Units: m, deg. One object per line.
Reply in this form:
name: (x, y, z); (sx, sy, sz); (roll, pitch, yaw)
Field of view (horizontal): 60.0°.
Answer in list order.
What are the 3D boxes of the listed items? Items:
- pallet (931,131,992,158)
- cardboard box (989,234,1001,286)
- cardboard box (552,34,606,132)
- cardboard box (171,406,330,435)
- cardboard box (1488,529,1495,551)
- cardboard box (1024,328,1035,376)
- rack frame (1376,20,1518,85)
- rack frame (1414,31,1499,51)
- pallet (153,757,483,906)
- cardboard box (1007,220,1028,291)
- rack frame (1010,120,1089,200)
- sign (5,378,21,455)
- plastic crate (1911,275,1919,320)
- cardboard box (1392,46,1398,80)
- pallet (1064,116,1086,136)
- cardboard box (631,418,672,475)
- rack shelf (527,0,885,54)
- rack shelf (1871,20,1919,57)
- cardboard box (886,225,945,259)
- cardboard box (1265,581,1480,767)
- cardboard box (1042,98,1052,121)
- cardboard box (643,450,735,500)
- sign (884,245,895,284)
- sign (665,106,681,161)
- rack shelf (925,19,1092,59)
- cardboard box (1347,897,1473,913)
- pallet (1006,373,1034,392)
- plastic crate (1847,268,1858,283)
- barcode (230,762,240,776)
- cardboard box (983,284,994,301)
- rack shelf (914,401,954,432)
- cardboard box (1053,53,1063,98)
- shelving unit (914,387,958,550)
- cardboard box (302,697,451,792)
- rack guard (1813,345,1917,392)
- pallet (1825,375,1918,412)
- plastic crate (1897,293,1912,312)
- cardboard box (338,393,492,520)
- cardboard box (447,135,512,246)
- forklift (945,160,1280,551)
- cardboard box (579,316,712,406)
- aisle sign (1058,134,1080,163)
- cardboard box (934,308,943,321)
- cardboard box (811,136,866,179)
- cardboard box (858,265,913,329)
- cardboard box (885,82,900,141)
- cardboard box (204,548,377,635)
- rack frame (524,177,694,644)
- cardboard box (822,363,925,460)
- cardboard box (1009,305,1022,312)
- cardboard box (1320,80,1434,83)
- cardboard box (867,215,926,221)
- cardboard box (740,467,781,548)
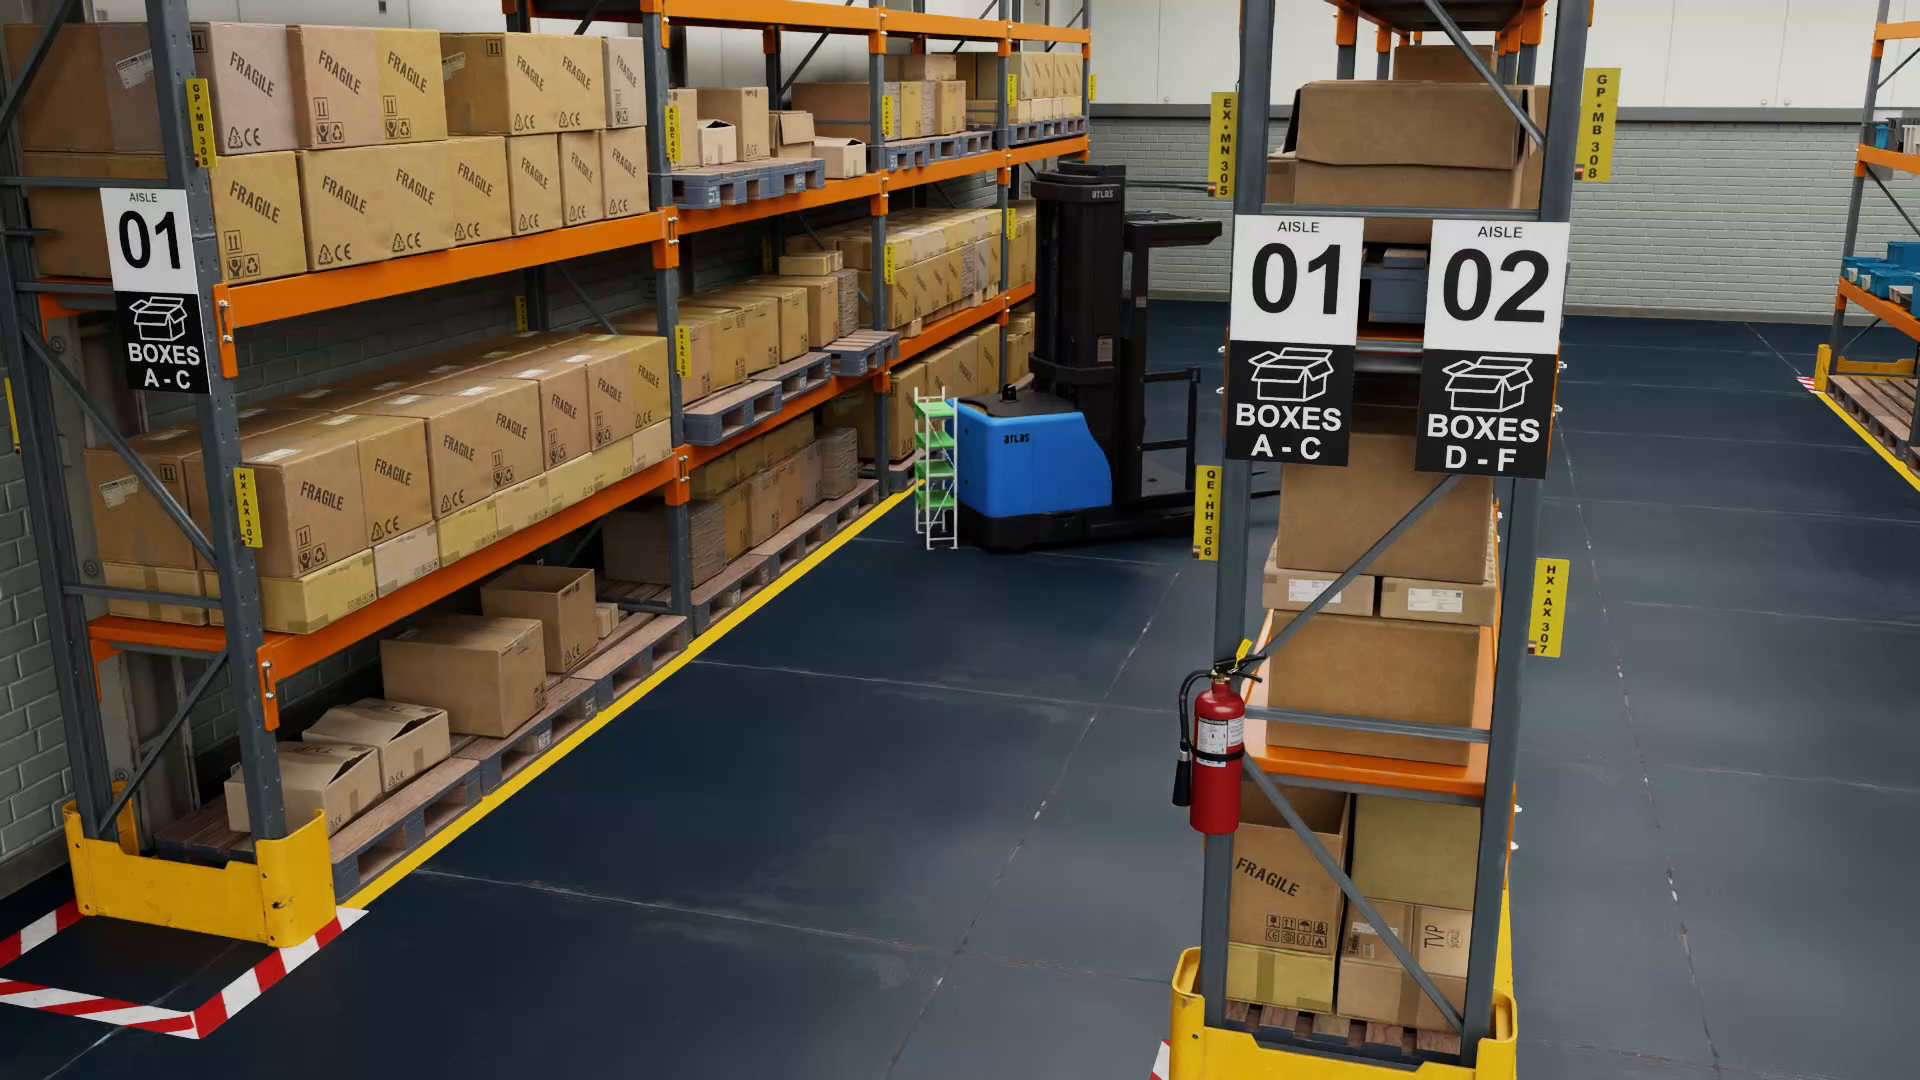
pallet: (-0.198, -4.002, 16.797); (0.805, 0.209, 1.217); (4, 16, 14)
cardboard box: (0.126, -2.955, 17.487); (0.500, 0.500, 0.500); (4, 16, 15)
cardboard box: (-2.287, -2.487, 9.050); (0.500, 0.500, 0.500); (6, 17, 19)
cardboard box: (-3.312, -0.324, 7.840); (0.500, 0.500, 0.500); (5, 17, 17)
cardboard box: (1.819, 0.047, 6.294); (0.380, 0.149, 0.250); (5, 16, 16)
cardboard box: (0.472, -2.213, 19.447); (0.700, 0.500, 0.500); (4, 16, 15)
rack frame: (3.629, -4.351, 12.180); (1.000, 3.000, 0.127); (5, 16, 16)
rack frame: (5.903, -6.444, 19.559); (1.000, 3.000, 0.127); (5, 16, 16)
pallet: (-3.108, 1.356, 8.161); (1.003, 0.211, 1.213); (5, 16, 16)
cardboard box: (0.185, -3.180, 18.494); (0.980, 0.700, 0.700); (5, 17, 17)
rack frame: (1.152, -3.941, 21.728); (1.000, 3.000, 0.127); (5, 16, 16)
sign: (-3.921, -0.513, 6.939); (0.100, 0.325, 0.005); (5, 16, 16)
plastic crate: (9.320, -2.296, 15.848); (0.392, 0.384, 0.575); (5, 16, 16)
cardboard box: (2.845, -2.662, 9.850); (0.500, 0.500, 0.500); (6, 17, 21)
pallet: (0.952, -5.147, 20.644); (1.003, 0.211, 1.213); (5, 16, 16)
cardboard box: (-2.102, -0.592, 10.158); (0.500, 0.250, 0.500); (5, 16, 16)
rack shelf: (-1.689, -3.673, 11.839); (1.077, 0.370, 4.000); (5, 16, 16)
rack shelf: (10.083, -4.998, 16.509); (1.077, 0.370, 4.000); (5, 16, 16)
cardboard box: (-0.455, -2.781, 15.497); (0.500, 0.250, 0.500); (5, 17, 16)
cardboard box: (1.501, 0.458, 6.033); (0.700, 0.500, 0.500); (5, 16, 16)
cardboard box: (0.762, -4.943, 19.086); (0.500, 0.250, 0.500); (4, 16, 14)
cardboard box: (-1.943, -0.481, 11.929); (0.500, 0.250, 0.500); (4, 16, 15)
sign: (-0.598, -2.328, 14.063); (0.100, 0.325, 0.005); (5, 16, 16)
sign: (-1.735, -2.454, 10.039); (0.100, 0.325, 0.005); (5, 16, 16)
rack shelf: (0.584, -5.766, 19.218); (1.077, 0.370, 4.000); (5, 16, 16)
cardboard box: (1.860, 1.494, 6.833); (0.500, 0.250, 0.500); (5, 16, 16)
pallet: (0.307, -1.746, 19.099); (1.003, 0.211, 1.213); (5, 16, 16)
plastic crate: (10.095, -2.959, 18.637); (0.250, 0.136, 0.298); (5, 16, 16)
barcode: (-3.490, 1.112, 8.016); (0.001, 0.075, 0.075); (5, 16, 16)
cardboard box: (0.142, -2.605, 17.442); (0.380, 0.149, 0.250); (5, 17, 17)
rack shelf: (-0.192, -0.972, 13.032); (0.258, 0.148, 0.480); (-3, 16, -11)
cardboard box: (0.913, -5.443, 19.475); (0.500, 0.500, 0.500); (4, 16, 13)
shelving unit: (-0.192, -0.572, 13.146); (0.258, 1.200, 0.503); (-3, 16, -11)
cardboard box: (-2.950, 1.003, 8.417); (0.500, 0.311, 0.500); (6, 17, 20)
rack guard: (10.645, -1.978, 19.387); (1.175, 0.500, 0.348); (5, 16, 16)
pallet: (10.379, -1.619, 18.650); (1.003, 0.211, 1.213); (5, 16, 16)
plastic crate: (9.575, -2.337, 16.466); (0.437, 0.125, 0.590); (5, 16, 16)
cardboard box: (-2.668, -0.419, 8.172); (0.500, 0.500, 0.500); (4, 16, 14)
cardboard box: (-2.597, -1.740, 8.250); (0.500, 0.500, 0.500); (6, 17, 19)
forklift: (1.415, -1.565, 13.477); (3.031, 2.935, 1.130); (-7, 17, -22)
cardboard box: (-2.081, -1.192, 11.046); (0.700, 0.500, 0.500); (5, 16, 16)
aisle sign: (1.460, -5.188, 21.358); (0.394, 0.787, 0.004); (5, 16, 16)
cardboard box: (-0.380, -2.208, 16.039); (0.380, 0.149, 0.250); (5, 17, 16)
cardboard box: (-1.067, -3.049, 13.212); (0.500, 0.311, 0.500); (5, 16, 16)
cardboard box: (-0.738, -2.157, 14.671); (0.500, 0.500, 0.500); (5, 17, 18)
cardboard box: (-0.938, -3.825, 14.833); (0.700, 0.500, 0.500); (4, 16, 13)
cardboard box: (-2.951, 0.204, 7.351); (0.500, 0.250, 0.500); (4, 16, 14)
rack frame: (-2.258, -0.802, 10.660); (1.000, 3.000, 0.127); (5, 16, 16)
cardboard box: (-0.786, -1.199, 15.228); (0.750, 0.750, 0.750); (4, 16, 15)
cardboard box: (0.535, -2.779, 20.251); (0.380, 0.149, 0.250); (5, 17, 16)
cardboard box: (2.097, -2.068, 8.417); (0.500, 0.500, 0.500); (6, 17, 20)
cardboard box: (-0.645, -3.088, 16.578); (0.500, 0.250, 0.500); (4, 16, 14)
cardboard box: (-1.782, -0.274, 12.574); (0.700, 0.500, 0.500); (5, 17, 17)
